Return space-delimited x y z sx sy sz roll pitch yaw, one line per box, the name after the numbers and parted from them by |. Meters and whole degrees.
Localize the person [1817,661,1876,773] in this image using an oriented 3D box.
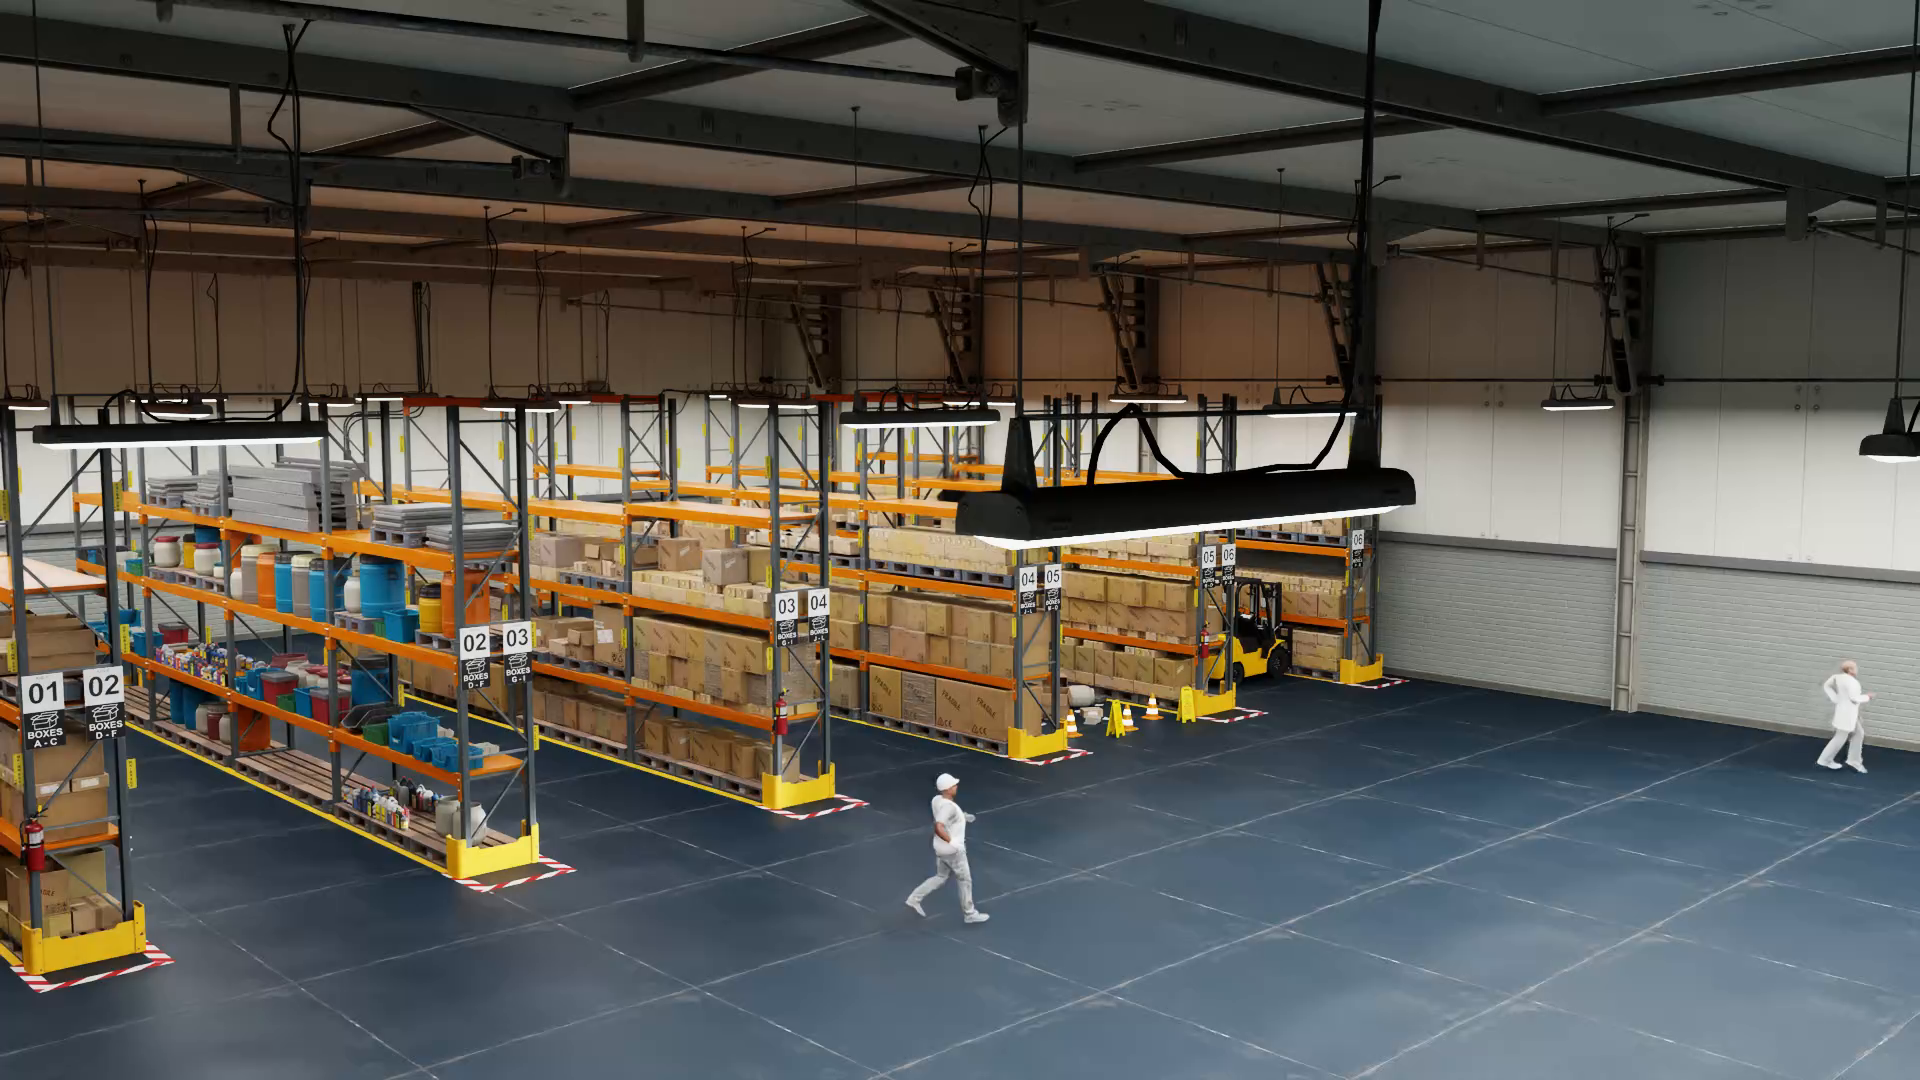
14.282 2.853 26.802 0.819 1.834 0.694 1 6 14 | person

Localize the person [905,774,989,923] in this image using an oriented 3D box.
-0.138 3.572 19.240 0.986 1.763 0.693 -2 6 -18 | person
